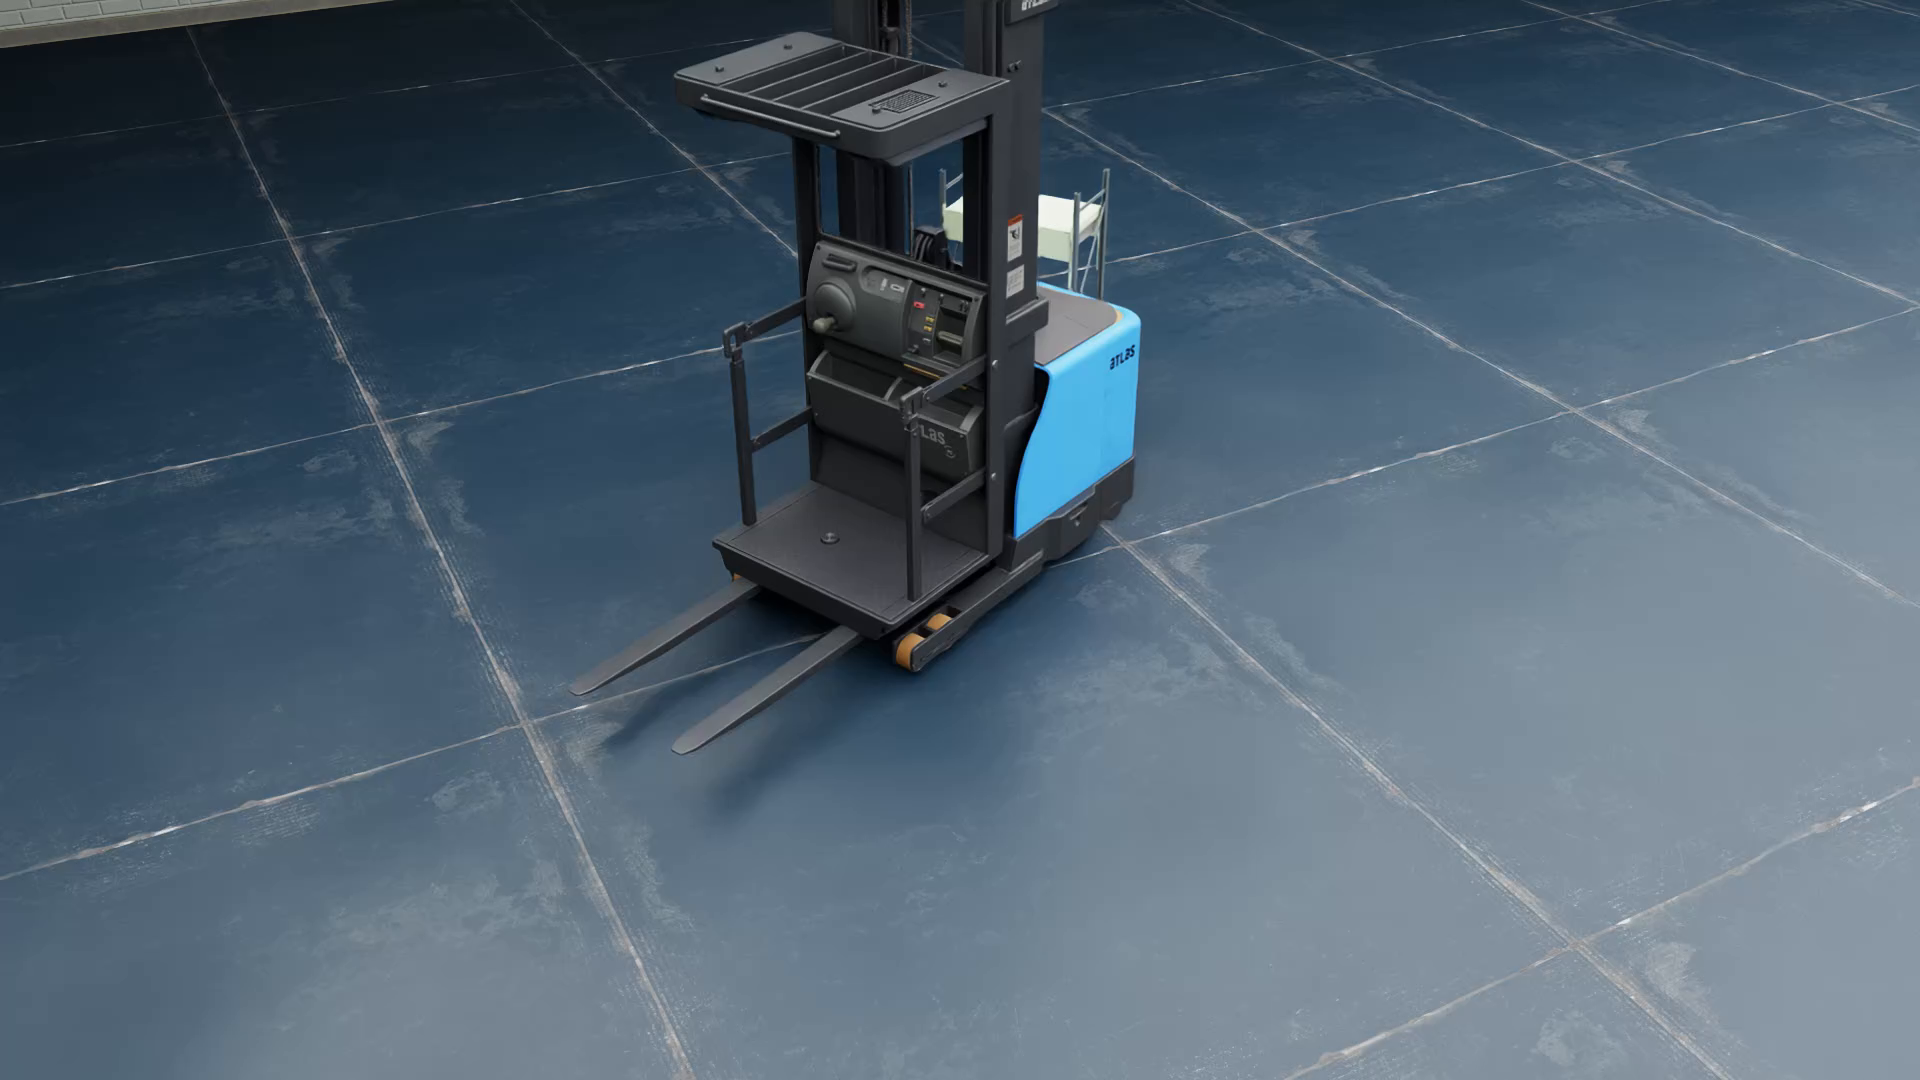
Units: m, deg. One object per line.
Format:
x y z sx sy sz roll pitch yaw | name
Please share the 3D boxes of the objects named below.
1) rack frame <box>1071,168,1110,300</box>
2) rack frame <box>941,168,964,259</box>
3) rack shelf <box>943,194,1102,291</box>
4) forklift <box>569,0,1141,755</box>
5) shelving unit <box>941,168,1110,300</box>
0.654 -1.146 8.646 0.023 1.500 0.400 15 35 22 | rack frame
0.001 -1.325 8.926 0.023 1.500 0.400 15 35 22 | rack frame
0.328 -1.565 8.577 0.720 0.370 0.431 15 35 22 | rack shelf
-0.422 -0.956 7.026 1.130 2.935 3.031 23 39 31 | forklift
0.327 -1.236 8.786 0.755 1.500 0.431 15 35 22 | shelving unit
